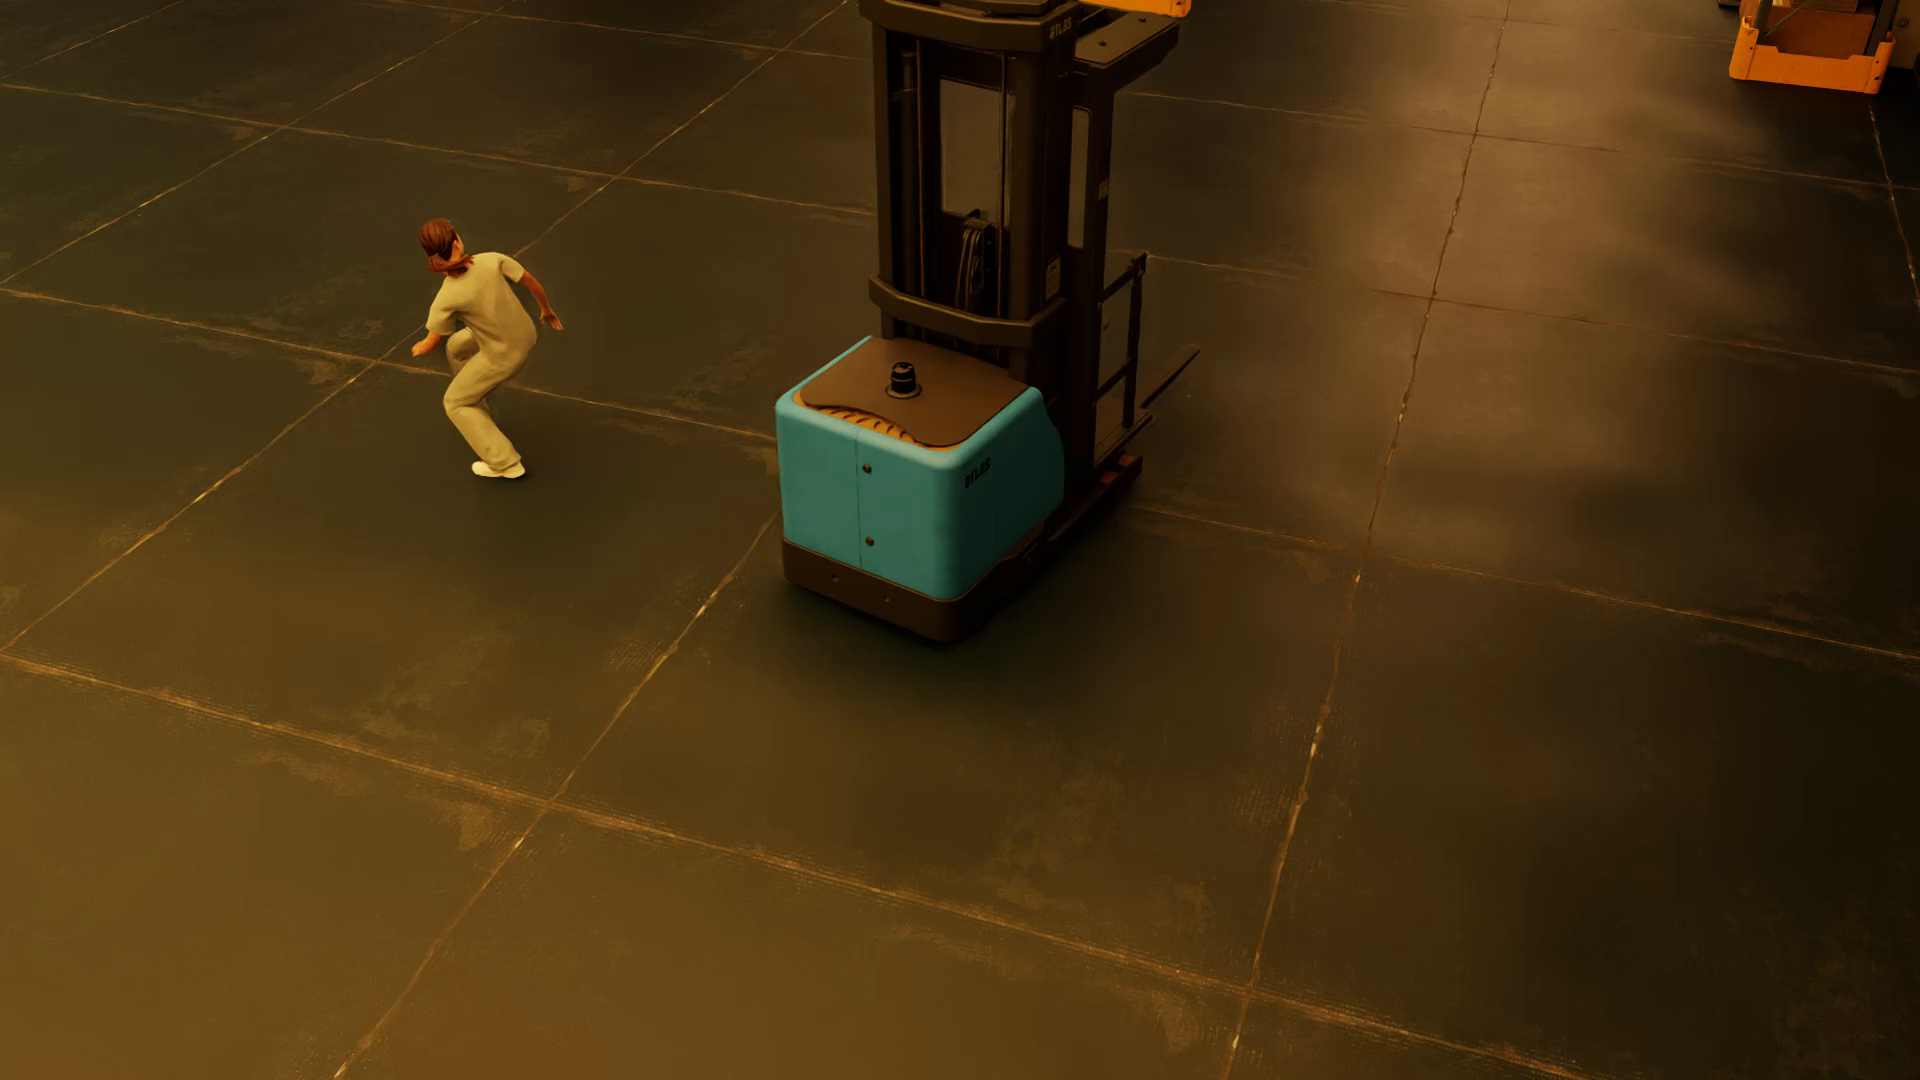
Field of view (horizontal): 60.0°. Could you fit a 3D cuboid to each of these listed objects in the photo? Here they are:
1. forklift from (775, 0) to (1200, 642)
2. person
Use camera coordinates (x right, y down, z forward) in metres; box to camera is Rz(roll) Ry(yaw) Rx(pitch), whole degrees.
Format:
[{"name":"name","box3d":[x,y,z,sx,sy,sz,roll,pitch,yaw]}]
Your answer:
[{"name":"forklift","box3d":[0.336,-1.534,8.274,1.130,2.935,3.031,20,40,26]},{"name":"person","box3d":[-2.590,-1.083,8.945,0.674,1.453,0.667,13,37,18]}]
